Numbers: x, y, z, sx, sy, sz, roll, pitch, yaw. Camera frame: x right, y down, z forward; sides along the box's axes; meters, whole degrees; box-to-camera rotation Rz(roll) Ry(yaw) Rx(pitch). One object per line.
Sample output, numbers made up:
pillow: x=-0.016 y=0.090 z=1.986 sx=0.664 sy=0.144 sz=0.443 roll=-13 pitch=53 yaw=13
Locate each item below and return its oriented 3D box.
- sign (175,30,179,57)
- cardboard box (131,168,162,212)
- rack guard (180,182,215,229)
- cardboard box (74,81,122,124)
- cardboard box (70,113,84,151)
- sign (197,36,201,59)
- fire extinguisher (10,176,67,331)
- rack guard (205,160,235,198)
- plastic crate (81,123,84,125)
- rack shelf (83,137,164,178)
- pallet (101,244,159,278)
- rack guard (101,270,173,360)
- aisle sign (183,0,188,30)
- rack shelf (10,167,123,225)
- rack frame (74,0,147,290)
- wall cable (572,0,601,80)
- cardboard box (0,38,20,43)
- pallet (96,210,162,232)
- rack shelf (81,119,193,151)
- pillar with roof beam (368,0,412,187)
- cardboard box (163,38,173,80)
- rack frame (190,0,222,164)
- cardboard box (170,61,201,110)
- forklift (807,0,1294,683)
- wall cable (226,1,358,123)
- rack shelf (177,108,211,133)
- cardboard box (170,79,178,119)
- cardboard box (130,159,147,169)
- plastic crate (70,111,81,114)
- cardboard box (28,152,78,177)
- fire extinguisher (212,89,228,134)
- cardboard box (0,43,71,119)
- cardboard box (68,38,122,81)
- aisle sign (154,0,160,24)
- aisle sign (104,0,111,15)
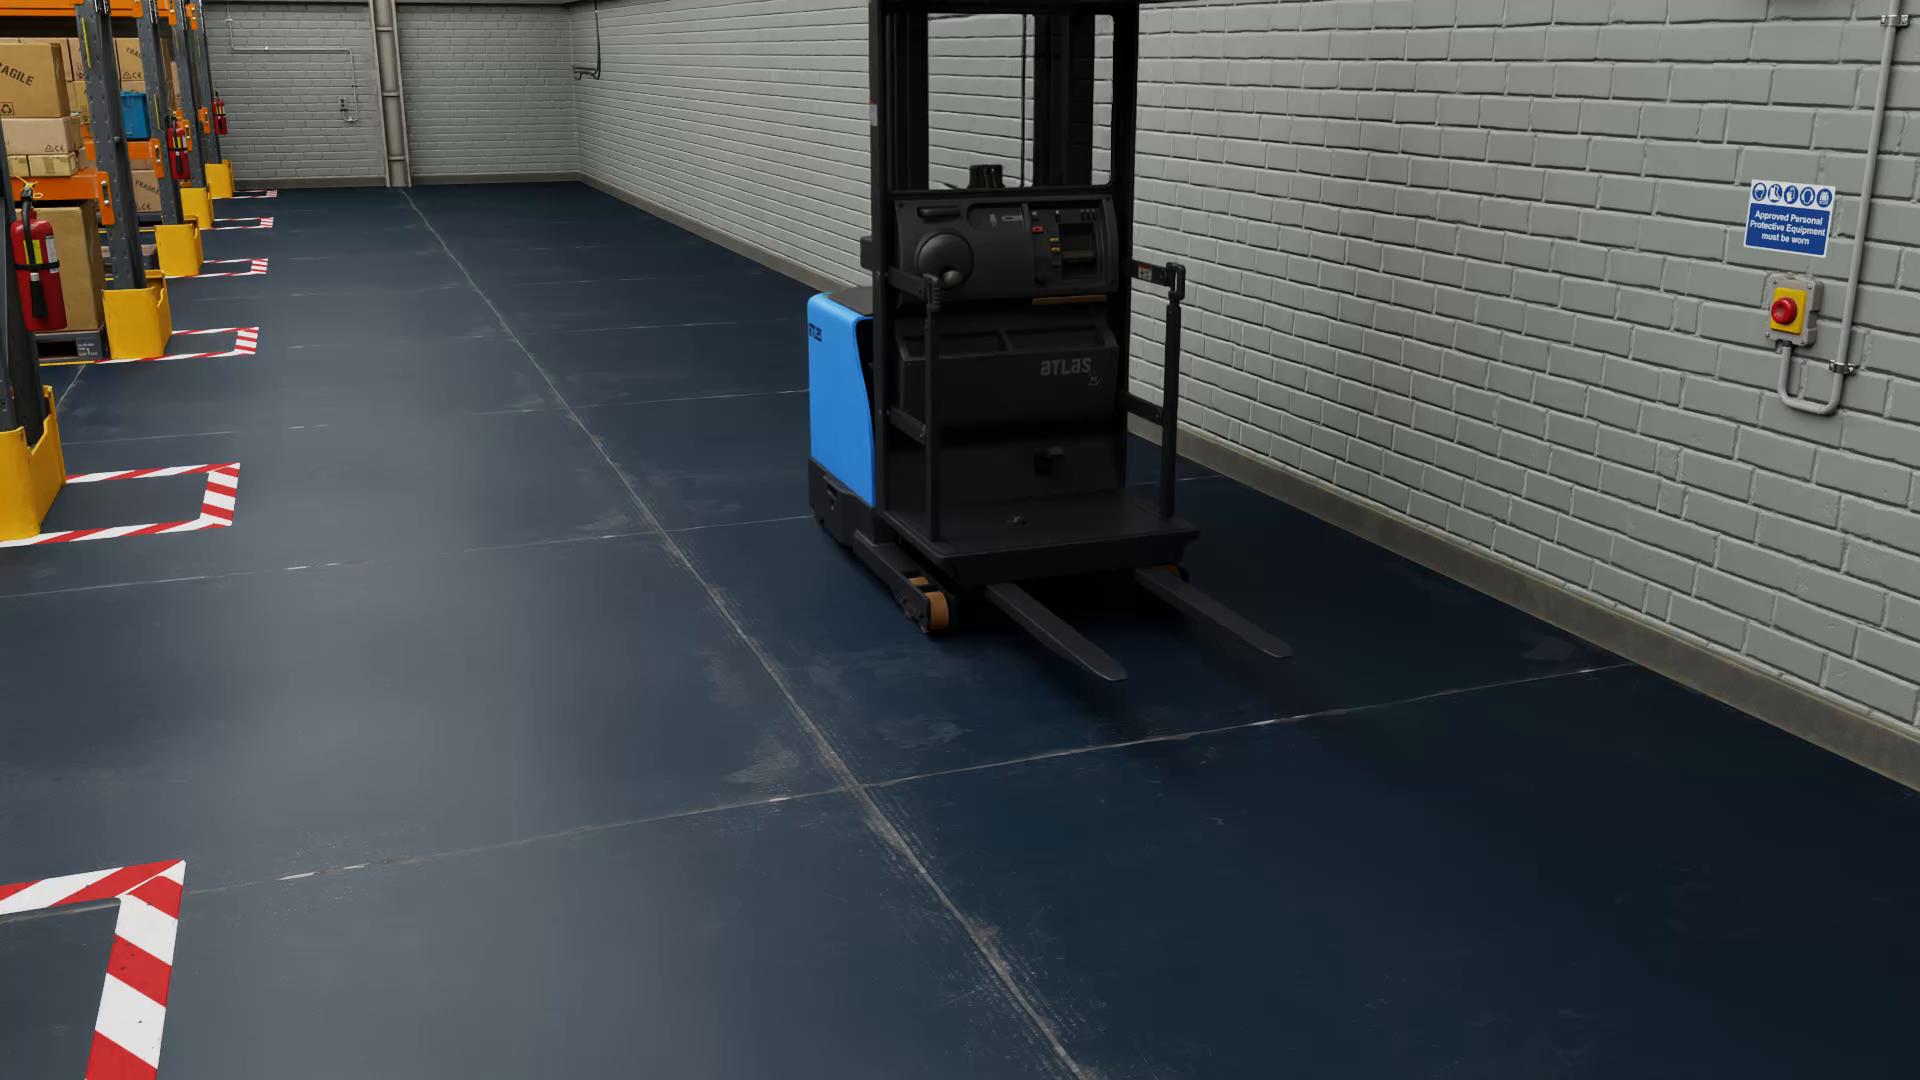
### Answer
sign: x=-9.576 y=-6.073 z=20.339 sx=0.005 sy=0.325 sz=0.100 roll=-6 pitch=17 yaw=-20
cardboard box: x=-10.175 y=-4.406 z=20.934 sx=0.500 sy=0.500 sz=0.500 roll=-6 pitch=17 yaw=-20
rack guard: x=-9.827 y=-4.307 z=21.377 sx=0.348 sy=0.500 sz=1.175 roll=-6 pitch=17 yaw=-20
cardboard box: x=-10.560 y=-5.392 z=20.458 sx=0.500 sy=0.500 sz=0.500 roll=-6 pitch=17 yaw=-20
cardboard box: x=-6.759 y=-3.001 z=12.231 sx=0.500 sy=0.250 sz=0.500 roll=-7 pitch=18 yaw=-22
sign: x=-11.351 y=-7.342 z=24.801 sx=0.005 sy=0.325 sz=0.100 roll=-6 pitch=17 yaw=-20
fire extinguisher: x=-4.134 y=-1.280 z=7.432 sx=0.183 sy=0.674 sz=0.296 roll=-6 pitch=17 yaw=-20
rack guard: x=-11.509 y=-5.620 z=25.849 sx=0.348 sy=0.500 sz=1.175 roll=-6 pitch=17 yaw=-20
plastic crate: x=-8.683 y=-3.983 z=16.198 sx=0.243 sy=0.136 sz=0.396 roll=-6 pitch=17 yaw=-20
rack shelf: x=-9.854 y=-3.663 z=16.027 sx=4.000 sy=0.370 sz=1.077 roll=-6 pitch=17 yaw=-20
pallet: x=-8.771 y=-2.799 z=16.756 sx=1.213 sy=0.211 sz=1.003 roll=-6 pitch=17 yaw=-20
rack guard: x=-6.192 y=-1.710 z=12.535 sx=0.348 sy=0.500 sz=1.175 roll=-6 pitch=17 yaw=-20
aisle sign: x=-9.797 y=-6.845 z=20.971 sx=0.004 sy=0.787 sz=0.394 roll=-6 pitch=17 yaw=-20
rack shelf: x=-8.082 y=-2.360 z=11.589 sx=4.000 sy=0.370 sz=1.077 roll=-6 pitch=17 yaw=-20
rack frame: x=-6.214 y=-2.907 z=12.174 sx=0.127 sy=3.000 sz=1.000 roll=-6 pitch=17 yaw=-20
wall cable: x=-6.122 y=-8.682 z=26.702 sx=0.112 sy=2.526 sz=3.097 roll=-6 pitch=17 yaw=-20
cardboard box: x=-11.506 y=-5.768 z=19.964 sx=0.500 sy=0.500 sz=0.500 roll=-6 pitch=17 yaw=-18
pallet: x=-10.571 y=-4.088 z=21.144 sx=1.213 sy=0.211 sz=1.003 roll=-6 pitch=17 yaw=-20
rack shelf: x=-11.623 y=-4.967 z=20.466 sx=4.000 sy=0.370 sz=1.077 roll=-6 pitch=17 yaw=-20
pillar with roof beam: x=-7.780 y=-9.062 z=22.488 sx=0.400 sy=9.000 sz=9.100 roll=-6 pitch=17 yaw=-20
cardboard box: x=-10.264 y=-6.066 z=20.980 sx=0.500 sy=0.500 sz=0.500 roll=-6 pitch=17 yaw=-18
rack frame: x=-11.532 y=-6.817 z=25.488 sx=0.127 sy=3.000 sz=1.000 roll=-6 pitch=17 yaw=-20
cardboard box: x=-12.004 y=-6.907 z=25.262 sx=0.700 sy=0.700 sz=0.980 roll=-5 pitch=17 yaw=-18
forklift: x=0.269 y=-1.177 z=6.404 sx=1.130 sy=2.935 sz=3.031 roll=-6 pitch=17 yaw=-19
wall cable: x=-10.675 y=-7.682 z=26.632 sx=1.851 sy=1.984 sz=0.084 roll=-6 pitch=17 yaw=-20
rack shelf: x=-13.399 y=-6.270 z=24.903 sx=4.000 sy=0.370 sz=1.077 roll=-6 pitch=17 yaw=-20
cardboard box: x=-10.264 y=-5.587 z=21.121 sx=0.500 sy=0.500 sz=0.500 roll=-6 pitch=17 yaw=-19
cardboard box: x=-12.617 y=-5.672 z=25.279 sx=0.500 sy=0.500 sz=0.700 roll=-6 pitch=17 yaw=-20
plastic crate: x=-8.950 y=-4.154 z=16.611 sx=0.300 sy=0.233 sz=0.416 roll=-6 pitch=17 yaw=-20
cardboard box: x=-6.429 y=-2.664 z=11.792 sx=0.250 sy=0.149 sz=0.380 roll=-6 pitch=17 yaw=-19
fire extinguisher: x=-11.226 y=-6.495 z=25.190 sx=0.183 sy=0.674 sz=0.296 roll=-6 pitch=17 yaw=-20
cardboard box: x=-6.575 y=-3.219 z=11.645 sx=0.500 sy=0.500 sz=0.500 roll=-6 pitch=17 yaw=-19
cardboard box: x=-10.544 y=-5.873 z=20.323 sx=0.500 sy=0.500 sz=0.500 roll=-6 pitch=17 yaw=-19
aisle sign: x=-8.026 y=-5.543 z=16.536 sx=0.004 sy=0.787 sz=0.394 roll=-6 pitch=17 yaw=-20
aisle sign: x=-6.255 y=-4.241 z=12.102 sx=0.004 sy=0.787 sz=0.394 roll=-6 pitch=17 yaw=-20
